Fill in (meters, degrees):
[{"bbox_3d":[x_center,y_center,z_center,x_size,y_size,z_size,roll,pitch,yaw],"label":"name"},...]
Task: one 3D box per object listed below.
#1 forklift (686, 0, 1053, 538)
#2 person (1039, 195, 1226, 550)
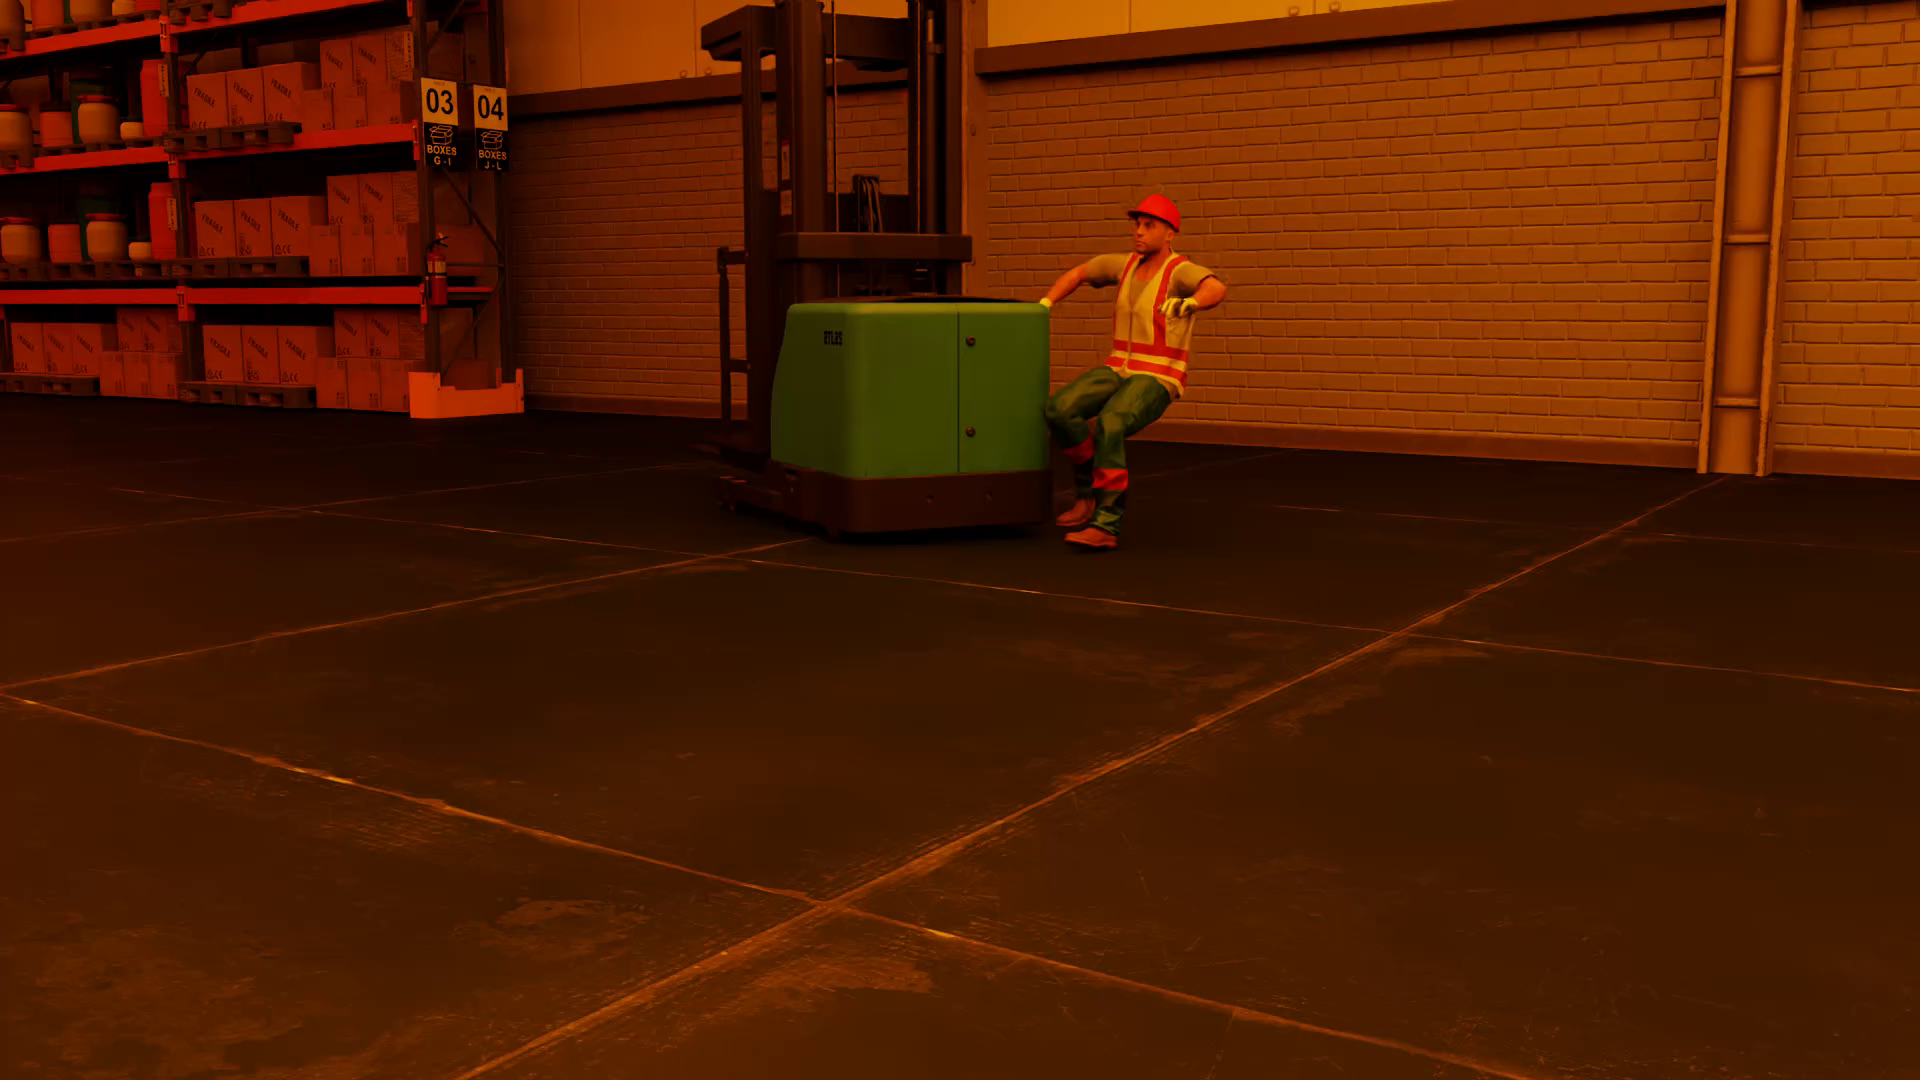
[{"bbox_3d":[-0.676,-1.629,8.649,1.130,2.935,3.031,-4,9,-26],"label":"forklift"},{"bbox_3d":[0.665,-0.763,7.468,1.133,1.564,0.860,8,11,43],"label":"person"}]
